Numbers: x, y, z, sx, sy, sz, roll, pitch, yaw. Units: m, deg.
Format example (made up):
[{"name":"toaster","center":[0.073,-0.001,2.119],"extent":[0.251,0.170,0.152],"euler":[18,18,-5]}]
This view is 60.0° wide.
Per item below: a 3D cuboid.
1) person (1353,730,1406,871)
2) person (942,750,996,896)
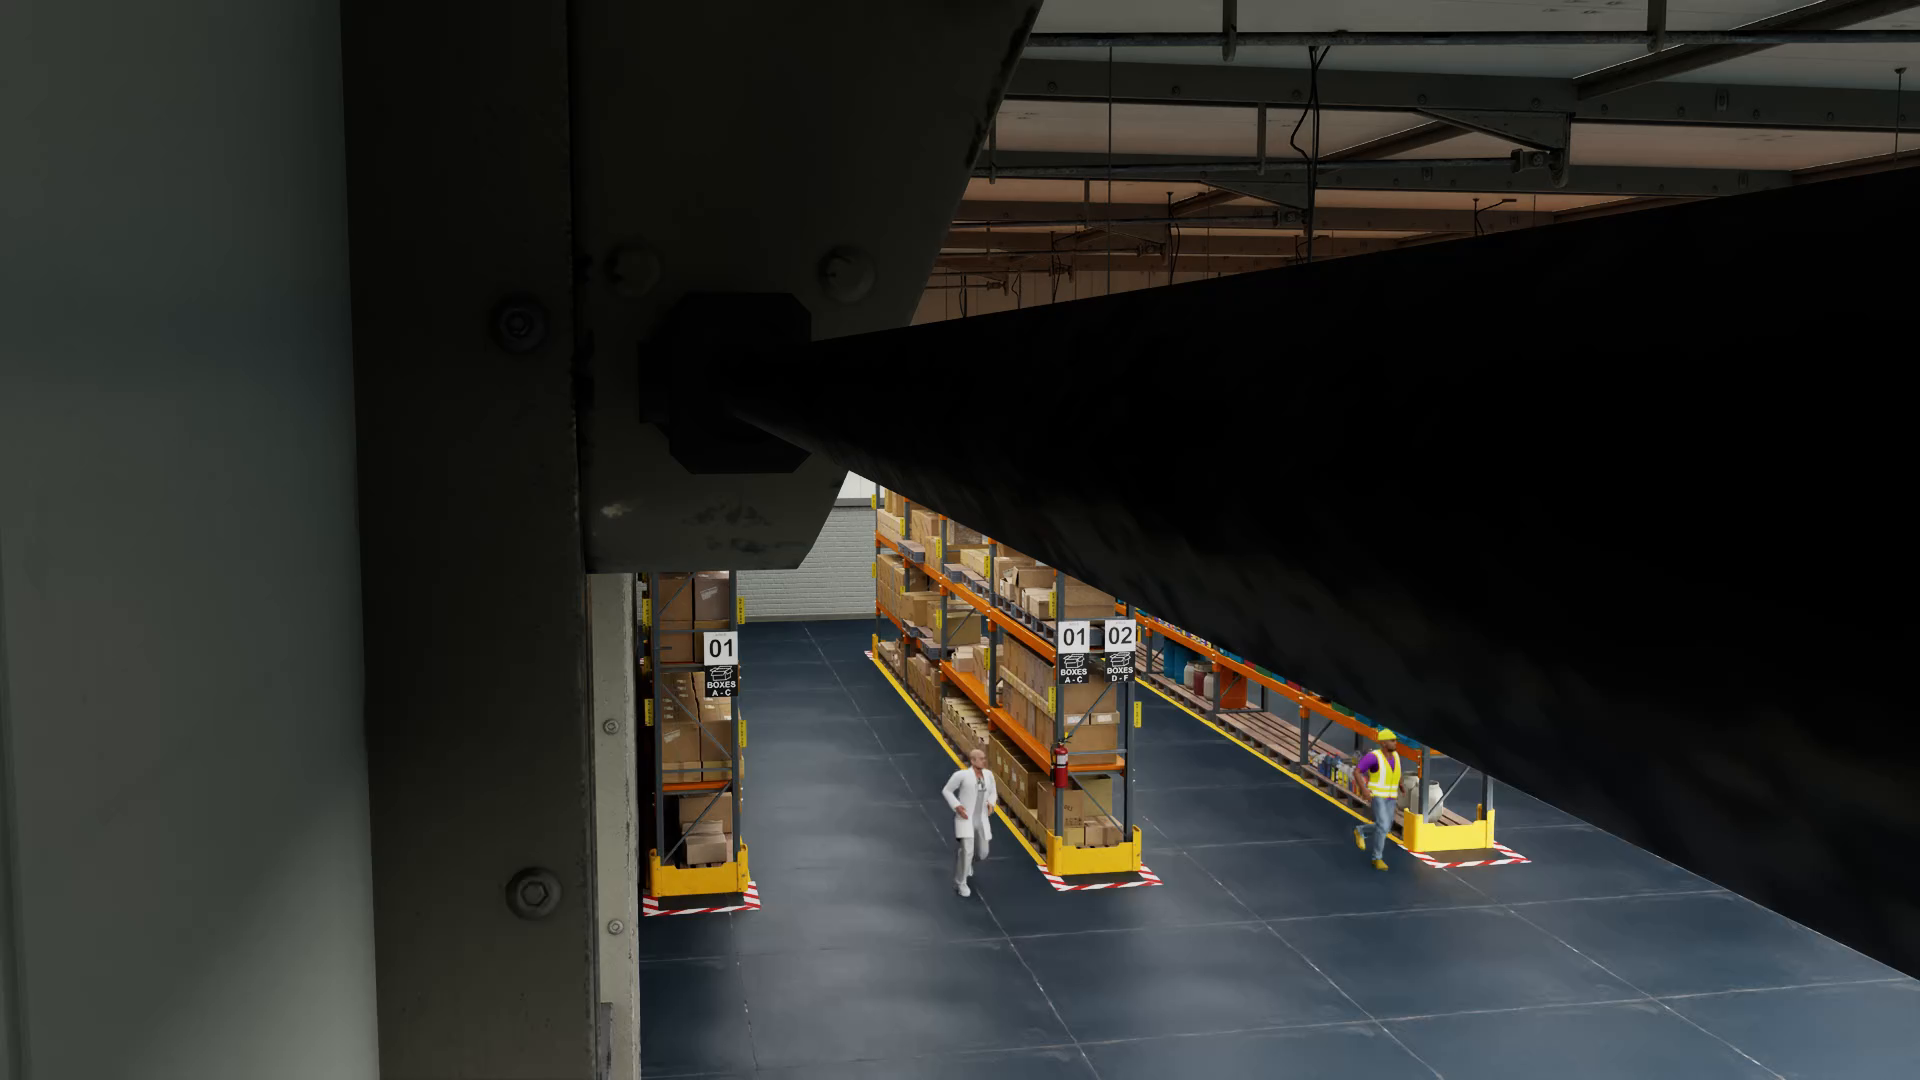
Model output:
[{"name":"person","center":[5.400,3.296,21.400],"extent":[0.743,1.735,0.759],"euler":[-3,7,-29]},{"name":"person","center":[0.146,3.413,20.373],"extent":[0.728,1.710,0.718],"euler":[-3,7,-27]}]
